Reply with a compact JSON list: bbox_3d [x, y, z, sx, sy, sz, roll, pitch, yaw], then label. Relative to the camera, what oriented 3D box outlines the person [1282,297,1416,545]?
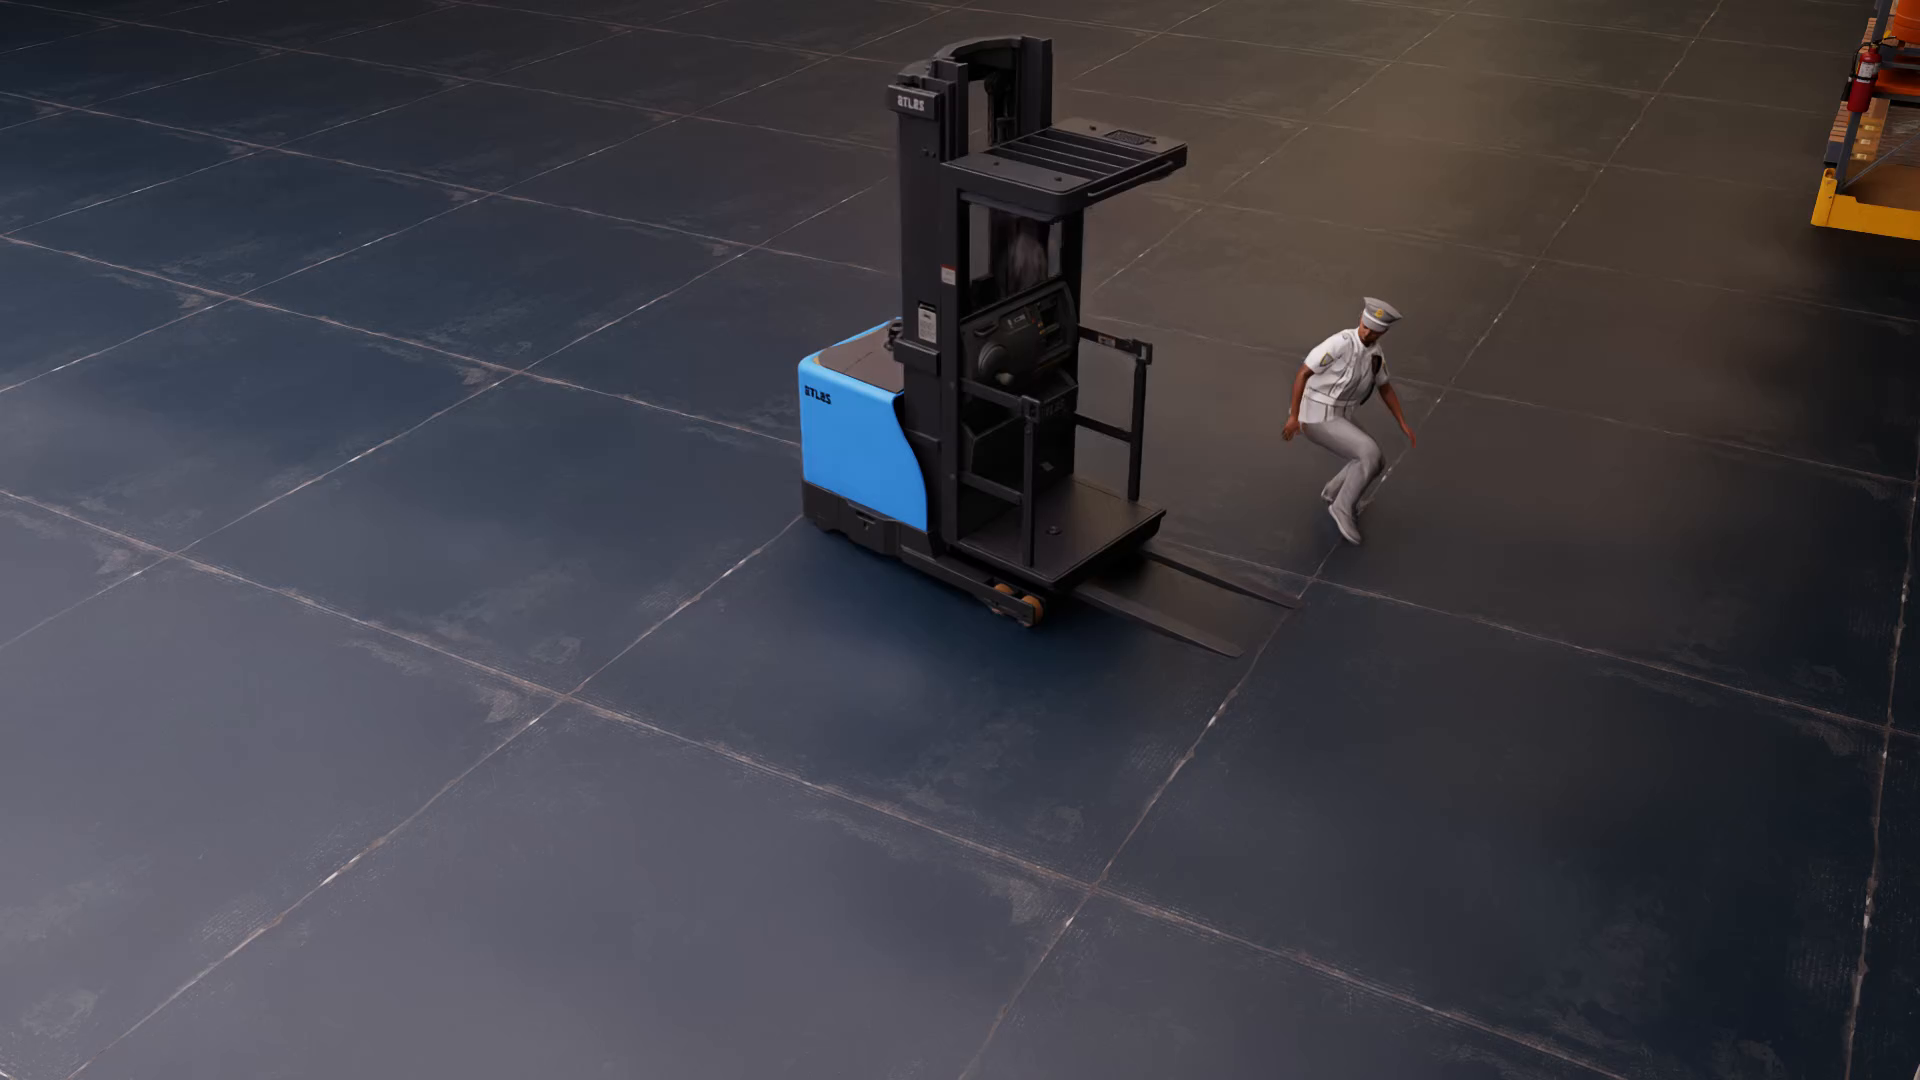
[{"bbox_3d":[2.314,-0.712,9.822,0.666,1.460,0.705,22,37,33],"label":"person"}]

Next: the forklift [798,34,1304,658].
[{"bbox_3d":[0.486,-1.091,8.962,3.031,2.935,1.130,23,37,34],"label":"forklift"}]
